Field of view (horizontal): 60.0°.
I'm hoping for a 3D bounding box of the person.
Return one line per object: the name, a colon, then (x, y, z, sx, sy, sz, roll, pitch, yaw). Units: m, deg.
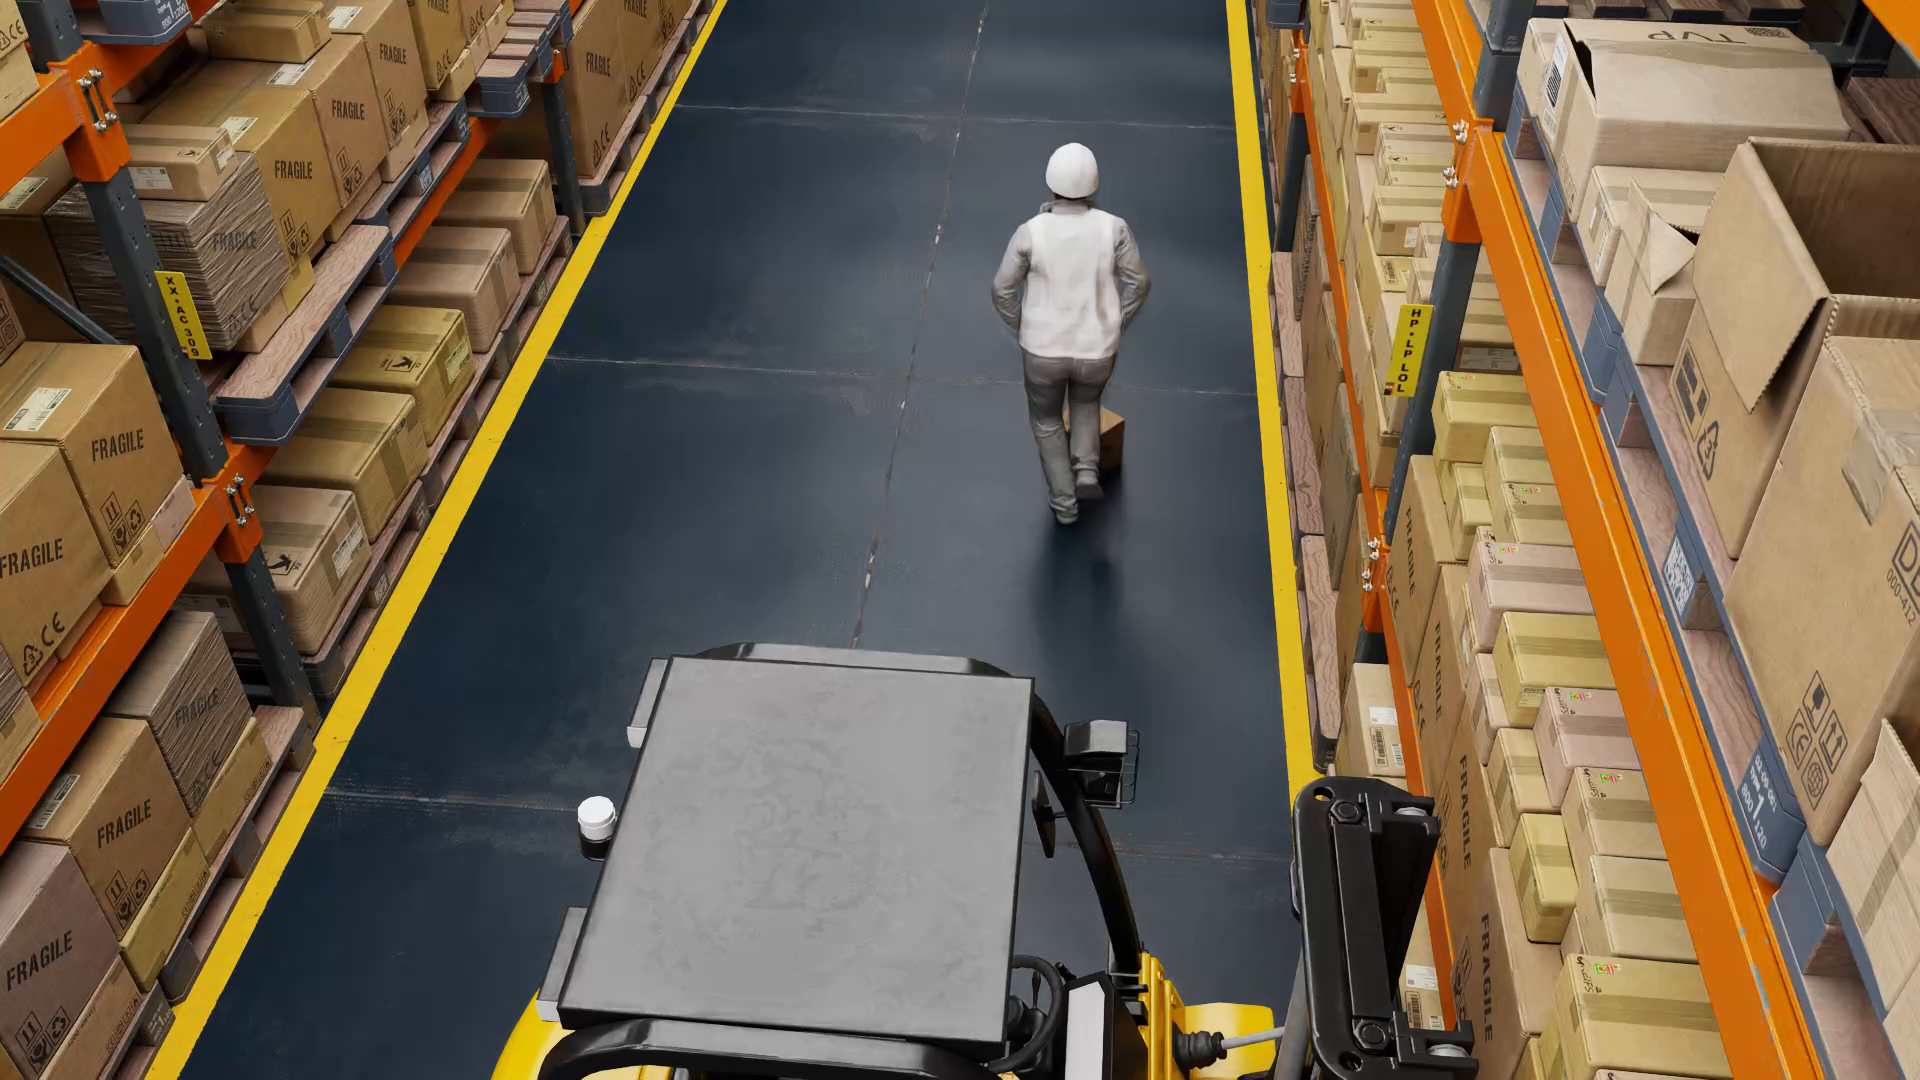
person: (0.474, -0.864, 7.249, 0.677, 1.679, 0.695, -3, 40, -3)
